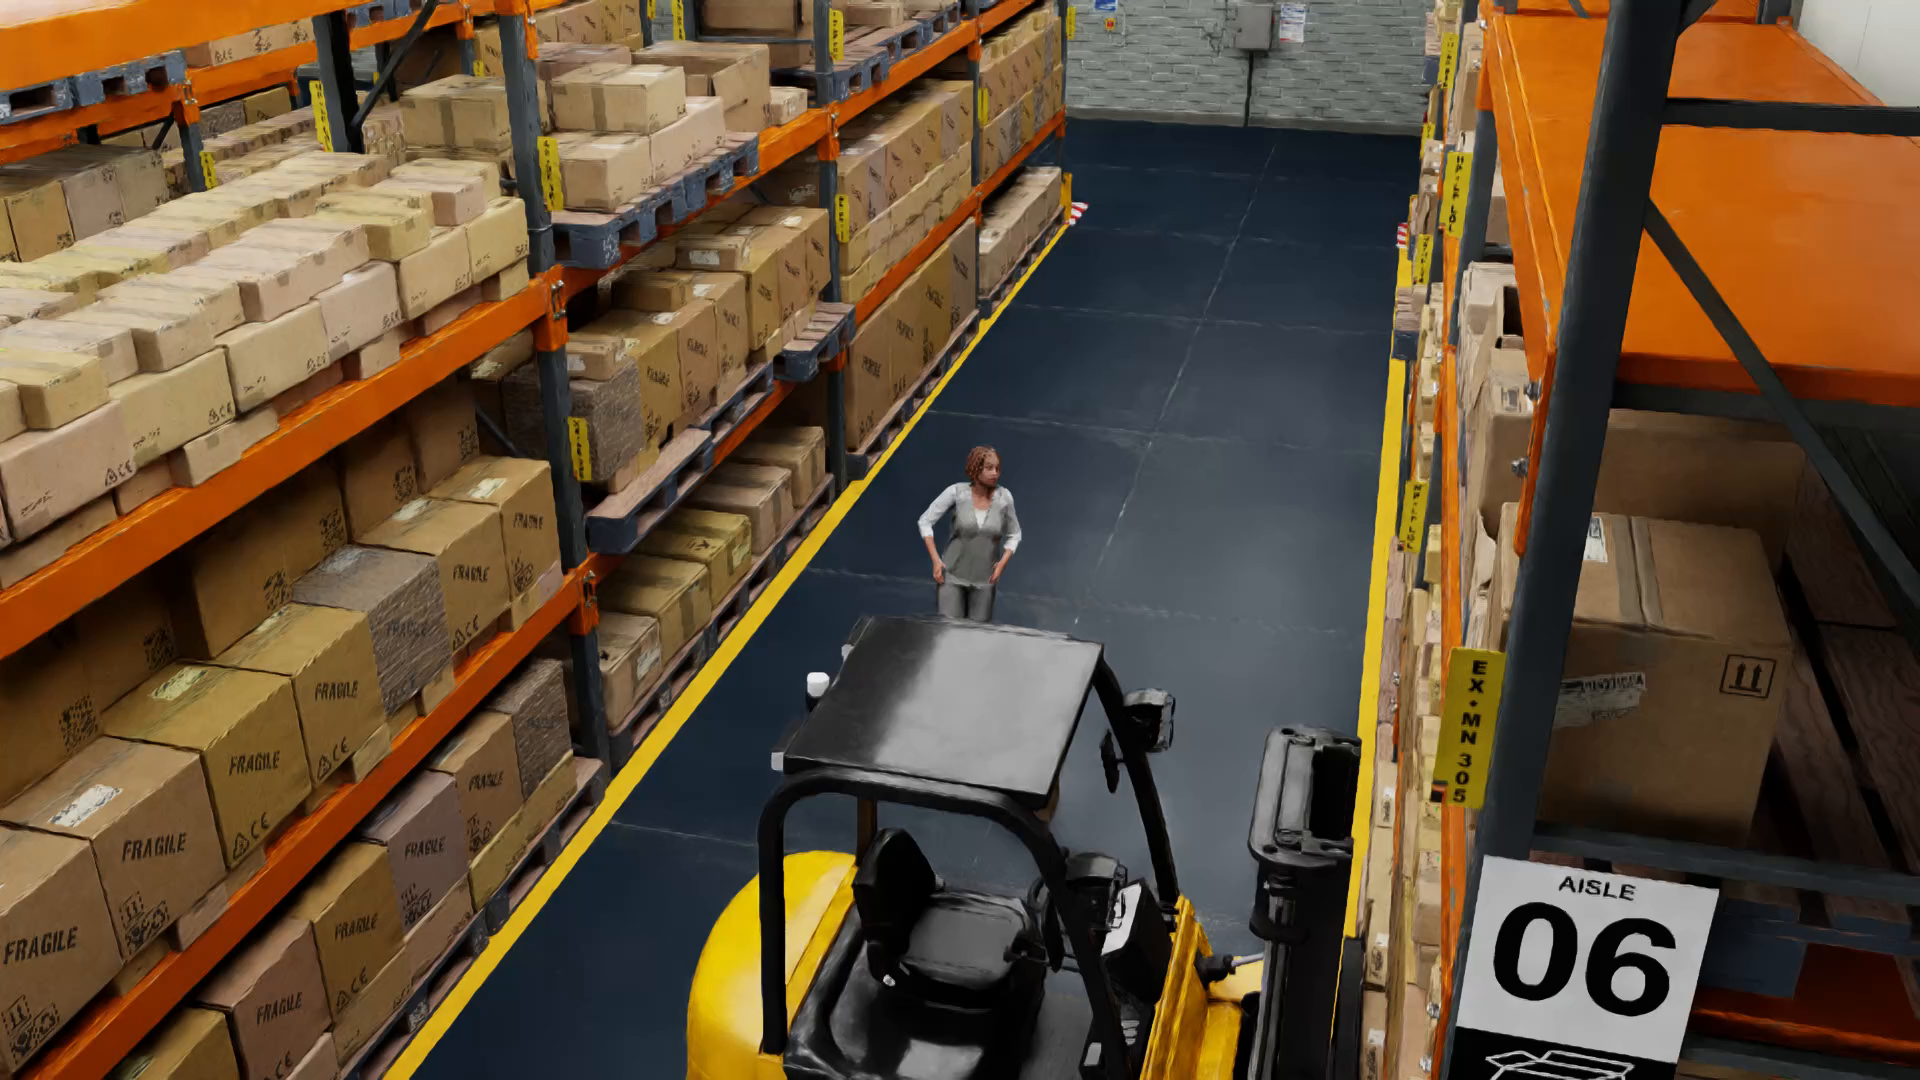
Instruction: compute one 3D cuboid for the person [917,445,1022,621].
[{"bbox_3d":[0.066,0.226,9.299,0.582,1.530,0.604,-3,26,-7],"label":"person"}]
